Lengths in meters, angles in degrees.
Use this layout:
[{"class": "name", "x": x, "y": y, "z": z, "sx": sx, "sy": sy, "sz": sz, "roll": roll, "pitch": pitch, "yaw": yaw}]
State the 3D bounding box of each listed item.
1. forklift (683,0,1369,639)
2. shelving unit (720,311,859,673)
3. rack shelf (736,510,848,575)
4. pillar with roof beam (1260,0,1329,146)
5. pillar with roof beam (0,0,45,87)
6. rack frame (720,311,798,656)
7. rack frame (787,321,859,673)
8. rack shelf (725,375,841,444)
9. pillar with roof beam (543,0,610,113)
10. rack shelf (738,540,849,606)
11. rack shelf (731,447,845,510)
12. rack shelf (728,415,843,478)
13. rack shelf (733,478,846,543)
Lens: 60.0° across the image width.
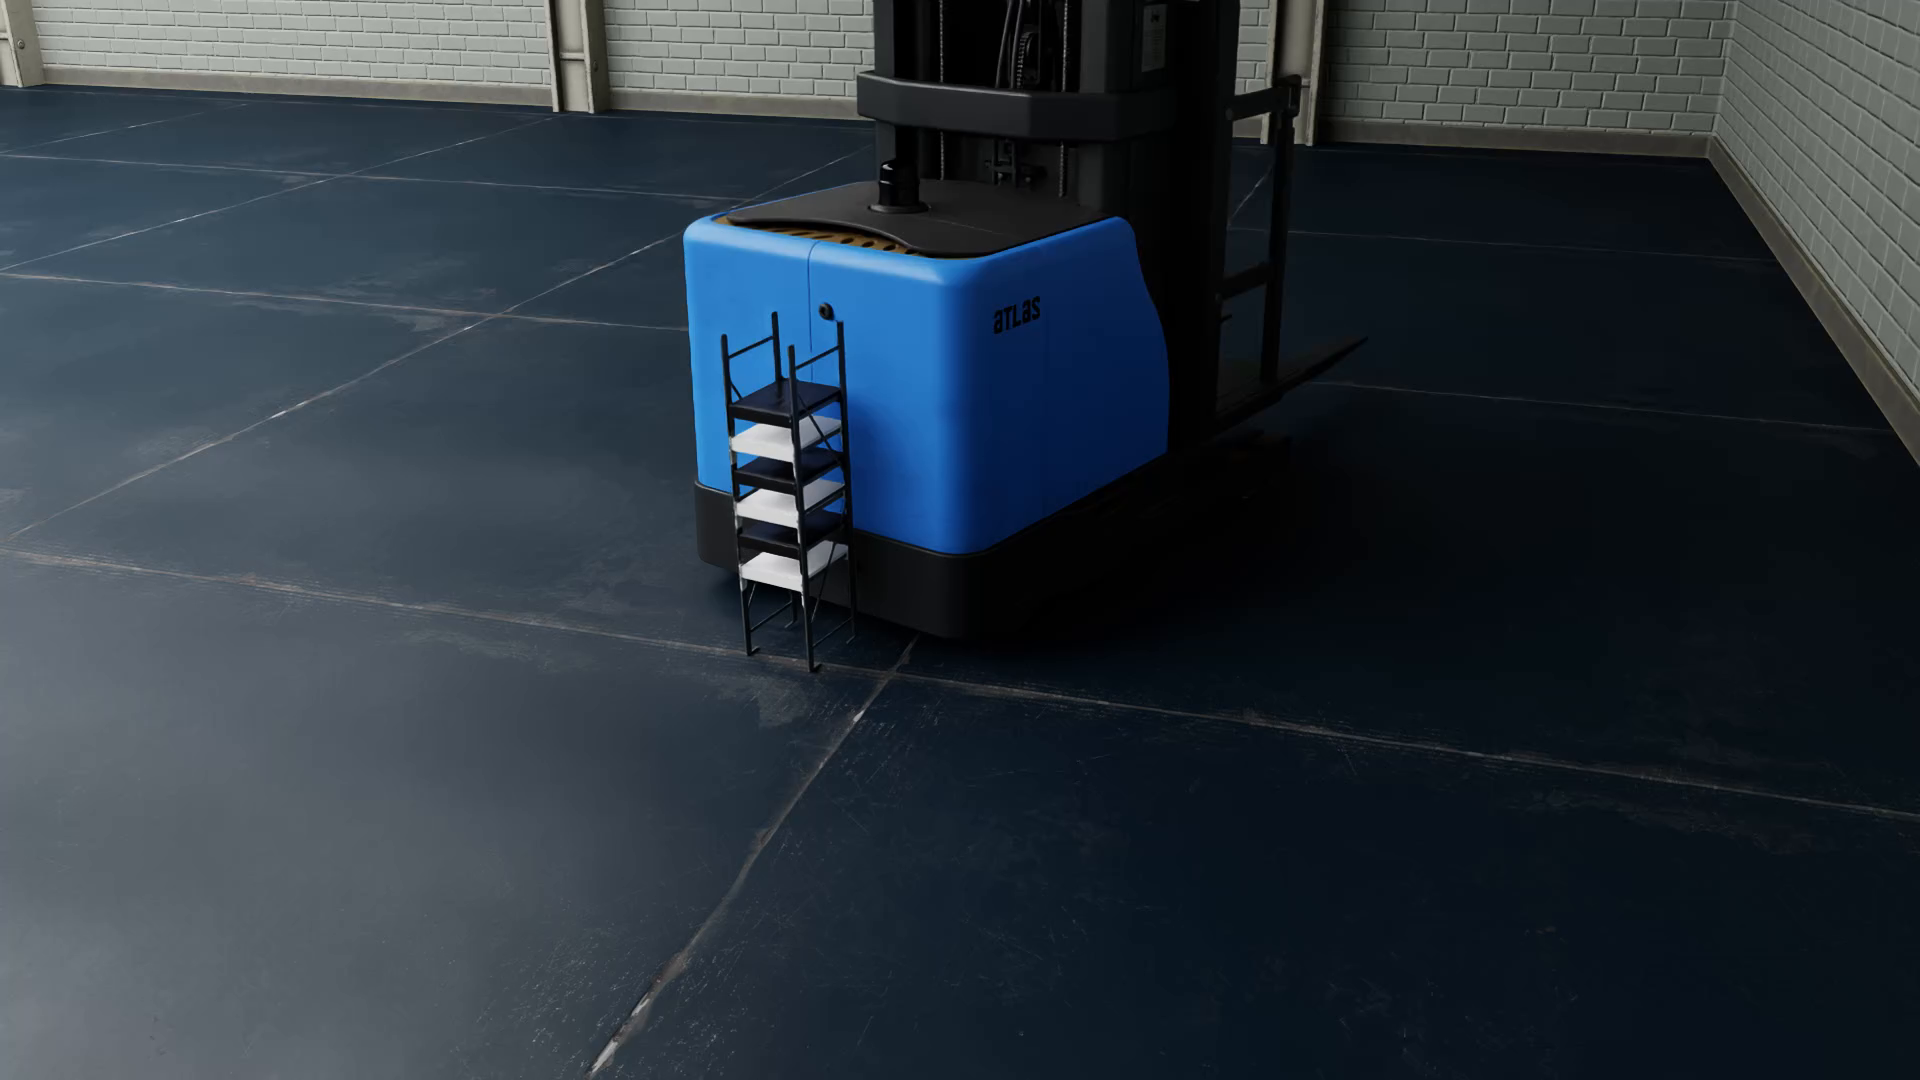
[{"class": "forklift", "x": 0.489, "y": -1.590, "z": 5.284, "sx": 1.130, "sy": 2.935, "sz": 3.031, "roll": 15, "pitch": 27, "yaw": 33}, {"class": "shelving unit", "x": -0.439, "y": -0.121, "z": 4.367, "sx": 0.210, "sy": 0.900, "sz": 0.258, "roll": 12, "pitch": 27, "yaw": 27}, {"class": "rack shelf", "x": -0.436, "y": -0.009, "z": 4.417, "sx": 0.200, "sy": 0.077, "sz": 0.258, "roll": 12, "pitch": 27, "yaw": 27}, {"class": "pillar with roof beam", "x": 1.262, "y": -5.631, "z": 7.139, "sx": 0.400, "sy": 9.000, "sz": 9.100, "roll": 7, "pitch": 23, "yaw": 16}, {"class": "pillar with roof beam", "x": -10.226, "y": -6.946, "z": 10.346, "sx": 0.400, "sy": 9.000, "sz": 9.100, "roll": 7, "pitch": 23, "yaw": 16}, {"class": "rack frame", "x": -0.527, "y": -0.140, "z": 4.413, "sx": 0.006, "sy": 0.900, "sz": 0.240, "roll": 12, "pitch": 27, "yaw": 27}, {"class": "rack frame", "x": -0.350, "y": -0.102, "z": 4.321, "sx": 0.006, "sy": 0.900, "sz": 0.240, "roll": 12, "pitch": 27, "yaw": 27}, {"class": "rack shelf", "x": -0.443, "y": -0.337, "z": 4.270, "sx": 0.200, "sy": 0.077, "sz": 0.258, "roll": 12, "pitch": 27, "yaw": 27}, {"class": "pillar with roof beam", "x": -4.482, "y": -6.288, "z": 8.743, "sx": 0.400, "sy": 9.000, "sz": 9.100, "roll": 7, "pitch": 23, "yaw": 16}, {"class": "rack shelf", "x": -0.435, "y": 0.073, "z": 4.454, "sx": 0.200, "sy": 0.077, "sz": 0.258, "roll": 12, "pitch": 27, "yaw": 27}, {"class": "rack shelf", "x": -0.440, "y": -0.173, "z": 4.344, "sx": 0.200, "sy": 0.077, "sz": 0.258, "roll": 12, "pitch": 27, "yaw": 27}, {"class": "rack shelf", "x": -0.442, "y": -0.255, "z": 4.307, "sx": 0.200, "sy": 0.077, "sz": 0.258, "roll": 12, "pitch": 27, "yaw": 27}, {"class": "rack shelf", "x": -0.438, "y": -0.091, "z": 4.380, "sx": 0.200, "sy": 0.077, "sz": 0.258, "roll": 12, "pitch": 27, "yaw": 27}]
